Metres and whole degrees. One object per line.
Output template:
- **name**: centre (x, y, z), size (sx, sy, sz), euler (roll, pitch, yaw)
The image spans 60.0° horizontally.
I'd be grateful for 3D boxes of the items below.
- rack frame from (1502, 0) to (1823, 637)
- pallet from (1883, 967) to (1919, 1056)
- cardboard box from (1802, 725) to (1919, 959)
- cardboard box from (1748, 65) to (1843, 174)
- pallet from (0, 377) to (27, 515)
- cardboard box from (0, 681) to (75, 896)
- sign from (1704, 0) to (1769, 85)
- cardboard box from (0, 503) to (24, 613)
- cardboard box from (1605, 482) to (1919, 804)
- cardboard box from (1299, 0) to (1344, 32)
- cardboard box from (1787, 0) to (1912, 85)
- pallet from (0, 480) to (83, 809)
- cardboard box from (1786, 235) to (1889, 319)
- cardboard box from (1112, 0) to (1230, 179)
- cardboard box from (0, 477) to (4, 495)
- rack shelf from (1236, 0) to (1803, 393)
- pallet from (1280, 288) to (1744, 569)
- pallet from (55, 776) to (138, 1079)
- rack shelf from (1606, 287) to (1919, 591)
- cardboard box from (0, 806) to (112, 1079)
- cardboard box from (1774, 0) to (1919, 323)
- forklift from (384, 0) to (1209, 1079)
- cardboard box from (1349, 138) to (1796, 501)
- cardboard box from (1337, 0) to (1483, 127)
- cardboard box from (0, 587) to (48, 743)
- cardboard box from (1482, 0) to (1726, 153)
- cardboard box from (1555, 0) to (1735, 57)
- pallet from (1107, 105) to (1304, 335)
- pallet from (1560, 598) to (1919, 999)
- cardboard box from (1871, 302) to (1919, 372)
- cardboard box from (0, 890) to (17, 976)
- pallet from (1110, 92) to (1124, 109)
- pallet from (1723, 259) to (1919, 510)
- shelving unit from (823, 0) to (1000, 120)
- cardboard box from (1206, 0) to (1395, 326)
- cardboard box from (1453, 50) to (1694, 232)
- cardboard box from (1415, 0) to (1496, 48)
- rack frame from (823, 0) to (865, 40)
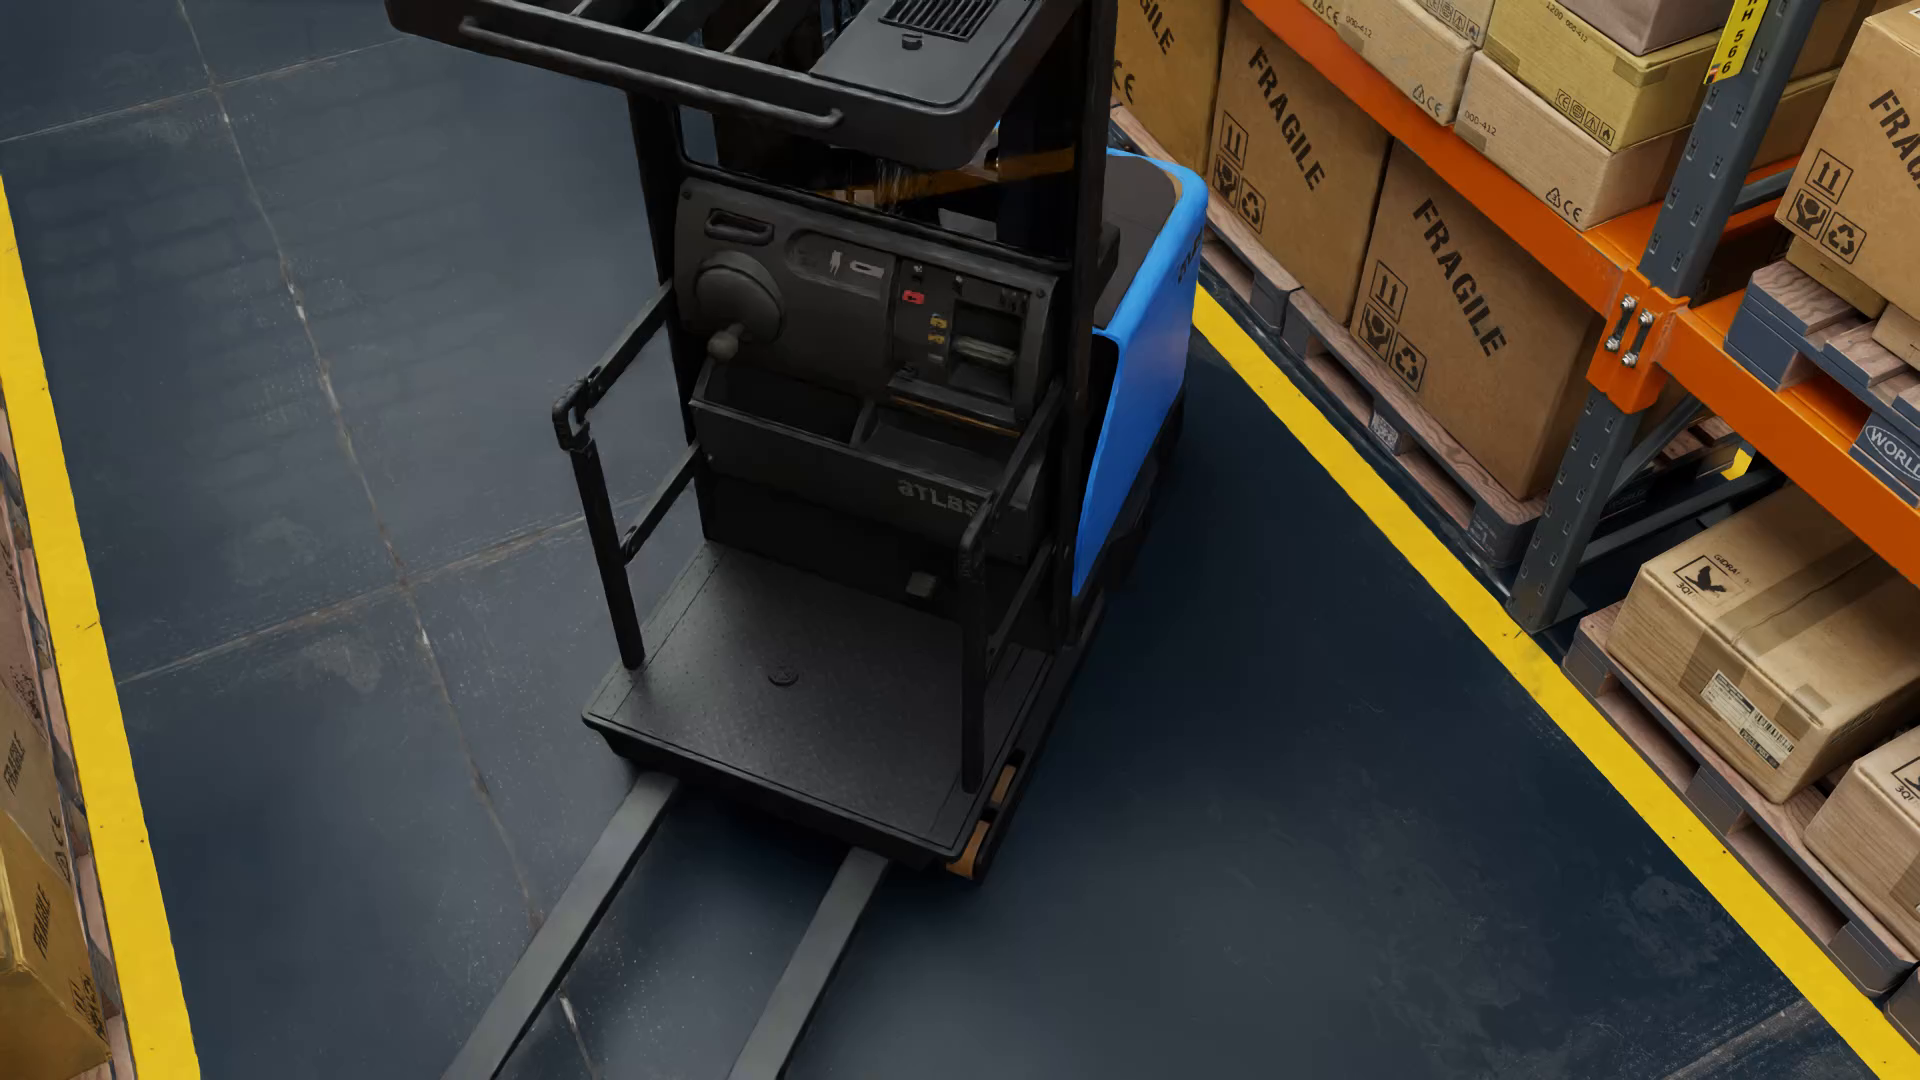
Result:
- **rack frame**: centre (2.126, -0.909, 4.052), size (1.000, 3.000, 0.127), euler (-21, 52, -18)
- **pallet**: centre (3.037, 1.348, 3.931), size (1.003, 0.211, 1.213), euler (-21, 52, -18)
- **cardboard box**: centre (2.721, 0.690, 4.120), size (0.950, 0.372, 0.625), euler (-22, 52, -18)
- **cardboard box**: centre (2.126, -1.274, 4.471), size (0.500, 0.250, 0.500), euler (-22, 52, -18)
- **pallet**: centre (-3.702, -0.375, 5.438), size (1.003, 0.211, 1.213), euler (-21, 52, -18)
- **cardboard box**: centre (-2.559, 0.652, 4.069), size (0.500, 0.500, 0.500), euler (-21, 52, -17)
- **sign**: centre (1.634, -1.097, 3.447), size (0.100, 0.325, 0.005), euler (-21, 52, -18)
- **cardboard box**: centre (-3.031, -0.032, 4.667), size (0.500, 0.500, 0.500), euler (-22, 52, -18)
- **cardboard box**: centre (2.376, 0.199, 4.550), size (0.950, 0.372, 0.625), euler (-24, 53, -20)
- **cardboard box**: centre (1.200, -1.788, 4.921), size (0.500, 0.250, 0.500), euler (-22, 52, -18)
- **cardboard box**: centre (2.114, -1.449, 4.292), size (0.500, 0.250, 0.500), euler (-22, 52, -18)
- **pallet**: centre (-3.140, 0.443, 4.723), size (1.003, 0.211, 1.213), euler (-21, 52, -18)
- **cardboard box**: centre (2.110, -0.683, 3.743), size (0.380, 0.149, 0.250), euler (-24, 53, -20)
- **cardboard box**: centre (1.071, -2.036, 6.170), size (0.875, 0.875, 0.875), euler (-20, 52, -16)
- **cardboard box**: centre (-3.262, -0.377, 4.969), size (0.500, 0.500, 0.500), euler (-22, 52, -18)
- **rack shelf**: centre (1.211, -2.011, 5.494), size (1.077, 0.370, 4.000), euler (-21, 52, -18)
- **pallet**: centre (1.832, -0.545, 5.586), size (1.003, 0.211, 1.213), euler (-21, 52, -18)
- **pallet**: centre (-2.585, 1.258, 4.009), size (1.003, 0.211, 1.213), euler (-21, 52, -18)
- **rack shelf**: centre (3.041, 0.666, 3.152), size (1.077, 0.370, 4.000), euler (-21, 52, -18)
- **cardboard box**: centre (-2.326, 0.987, 3.776), size (0.500, 0.500, 0.500), euler (-23, 53, -19)
- **cardboard box**: centre (2.126, -0.797, 3.412), size (0.500, 0.500, 0.500), euler (-23, 53, -19)
- **forklift**: centre (-0.319, -0.436, 3.684), size (1.130, 2.935, 3.031), euler (18, 51, 15)
- **cardboard box**: centre (1.884, -0.839, 5.123), size (0.875, 0.875, 0.875), euler (-22, 52, -18)
- **cardboard box**: centre (1.416, -1.445, 4.621), size (0.500, 0.250, 0.500), euler (-20, 52, -17)
- **cardboard box**: centre (-2.798, 0.310, 4.368), size (0.500, 0.500, 0.500), euler (-22, 53, -18)
- **cardboard box**: centre (1.679, -1.261, 4.128), size (0.500, 0.250, 0.500), euler (-21, 52, -18)
- **cardboard box**: centre (1.657, -1.527, 3.862), size (0.500, 0.500, 0.500), euler (-22, 53, -18)
- **pallet**: centre (1.278, -1.360, 6.299), size (1.003, 0.211, 1.213), euler (-21, 52, -18)
- **pallet**: centre (2.482, 0.532, 4.644), size (1.003, 0.211, 1.213), euler (-21, 52, -18)
- **cardboard box**: centre (2.209, -0.482, 3.567), size (0.380, 0.149, 0.250), euler (-24, 53, -20)
- **cardboard box**: centre (-2.329, 0.756, 3.479), size (0.500, 0.250, 0.500), euler (-23, 53, -19)
- **pallet**: centre (0.716, -2.178, 7.014), size (1.003, 0.211, 1.213), euler (-21, 52, -18)
- **pallet**: centre (2.547, -0.406, 3.739), size (1.213, 0.211, 1.003), euler (-21, 52, -18)
- **shelving unit**: centre (-0.108, -1.476, 5.544), size (1.048, 1.500, 0.538), euler (32, 56, 25)
- **cardboard box**: centre (1.480, -1.437, 5.647), size (0.875, 0.875, 0.875), euler (-21, 52, -17)
- **cardboard box**: centre (1.664, -1.109, 4.327), size (0.500, 0.250, 0.500), euler (-23, 53, -19)
- **cardboard box**: centre (1.441, -1.603, 4.427), size (0.500, 0.250, 0.500), euler (-22, 53, -18)
- **rack frame**: centre (-0.503, -1.717, 5.756), size (0.032, 1.500, 0.500), euler (32, 56, 25)
